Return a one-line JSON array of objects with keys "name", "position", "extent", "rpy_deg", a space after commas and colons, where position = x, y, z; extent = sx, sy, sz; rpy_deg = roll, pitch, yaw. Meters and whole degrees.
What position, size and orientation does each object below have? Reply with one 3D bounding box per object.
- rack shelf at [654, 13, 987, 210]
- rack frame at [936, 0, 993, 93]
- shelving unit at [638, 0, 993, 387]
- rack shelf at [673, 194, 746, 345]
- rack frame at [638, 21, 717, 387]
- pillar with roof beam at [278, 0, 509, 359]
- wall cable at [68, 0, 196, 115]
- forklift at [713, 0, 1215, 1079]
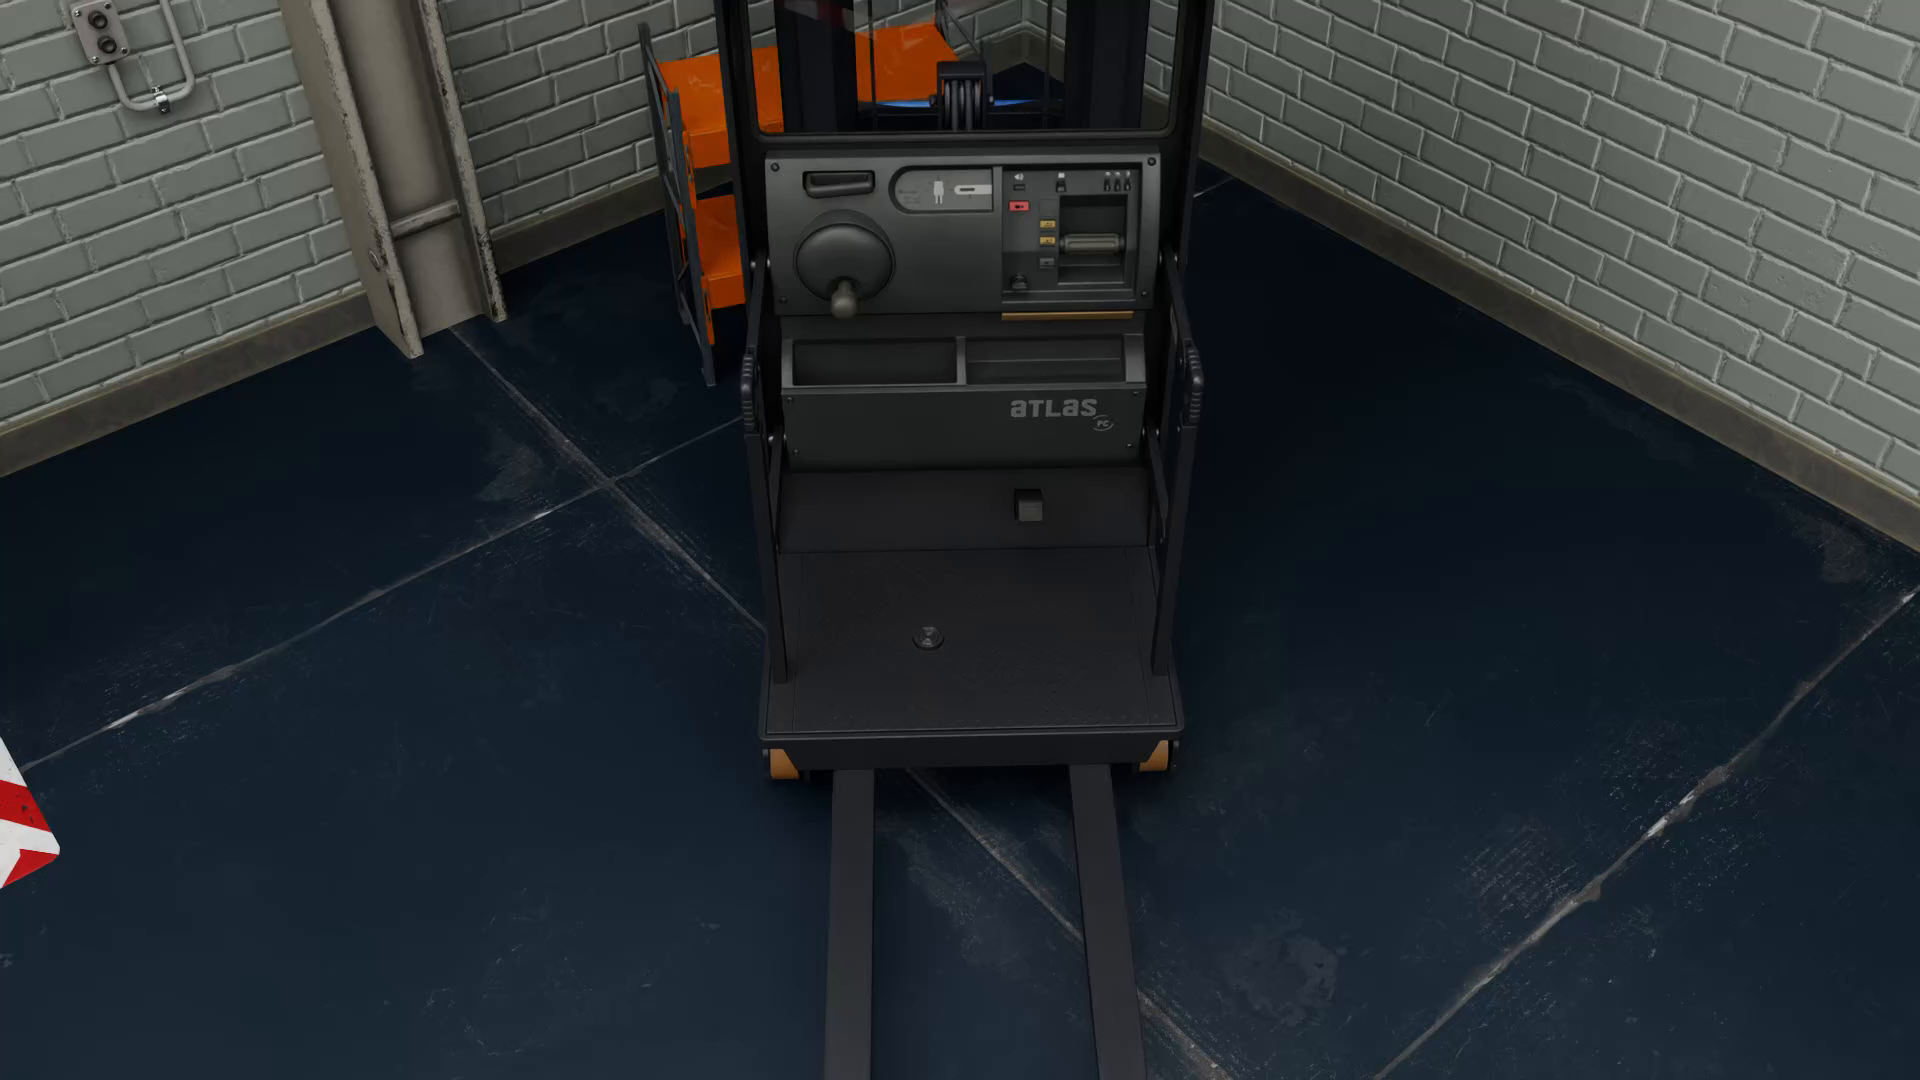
[{"name": "rack shelf", "position": [-0.469, -1.436, 5.529], "extent": [1.000, 0.278, 0.538], "rpy_deg": [-13, 45, -14]}, {"name": "rack frame", "position": [0.012, -1.337, 5.849], "extent": [0.032, 1.125, 0.500], "rpy_deg": [-13, 45, -14]}, {"name": "shelving unit", "position": [-0.469, -1.223, 5.729], "extent": [1.048, 1.125, 0.538], "rpy_deg": [-13, 45, -14]}, {"name": "rack shelf", "position": [-0.468, -1.045, 5.896], "extent": [1.000, 0.278, 0.538], "rpy_deg": [-13, 45, -14]}, {"name": "rack frame", "position": [-0.950, -1.109, 5.609], "extent": [0.032, 1.125, 0.500], "rpy_deg": [-13, 45, -14]}, {"name": "pillar with roof beam", "position": [0.853, -1.832, 0.628], "extent": [0.400, 9.000, 9.100], "rpy_deg": [-30, 51, -28]}, {"name": "wall cable", "position": [-3.050, -1.696, 4.122], "extent": [1.851, 1.984, 0.084], "rpy_deg": [-30, 51, -28]}, {"name": "forklift", "position": [0.017, -0.640, 3.791], "extent": [1.130, 2.935, 3.031], "rpy_deg": [-1, 43, -1]}]
